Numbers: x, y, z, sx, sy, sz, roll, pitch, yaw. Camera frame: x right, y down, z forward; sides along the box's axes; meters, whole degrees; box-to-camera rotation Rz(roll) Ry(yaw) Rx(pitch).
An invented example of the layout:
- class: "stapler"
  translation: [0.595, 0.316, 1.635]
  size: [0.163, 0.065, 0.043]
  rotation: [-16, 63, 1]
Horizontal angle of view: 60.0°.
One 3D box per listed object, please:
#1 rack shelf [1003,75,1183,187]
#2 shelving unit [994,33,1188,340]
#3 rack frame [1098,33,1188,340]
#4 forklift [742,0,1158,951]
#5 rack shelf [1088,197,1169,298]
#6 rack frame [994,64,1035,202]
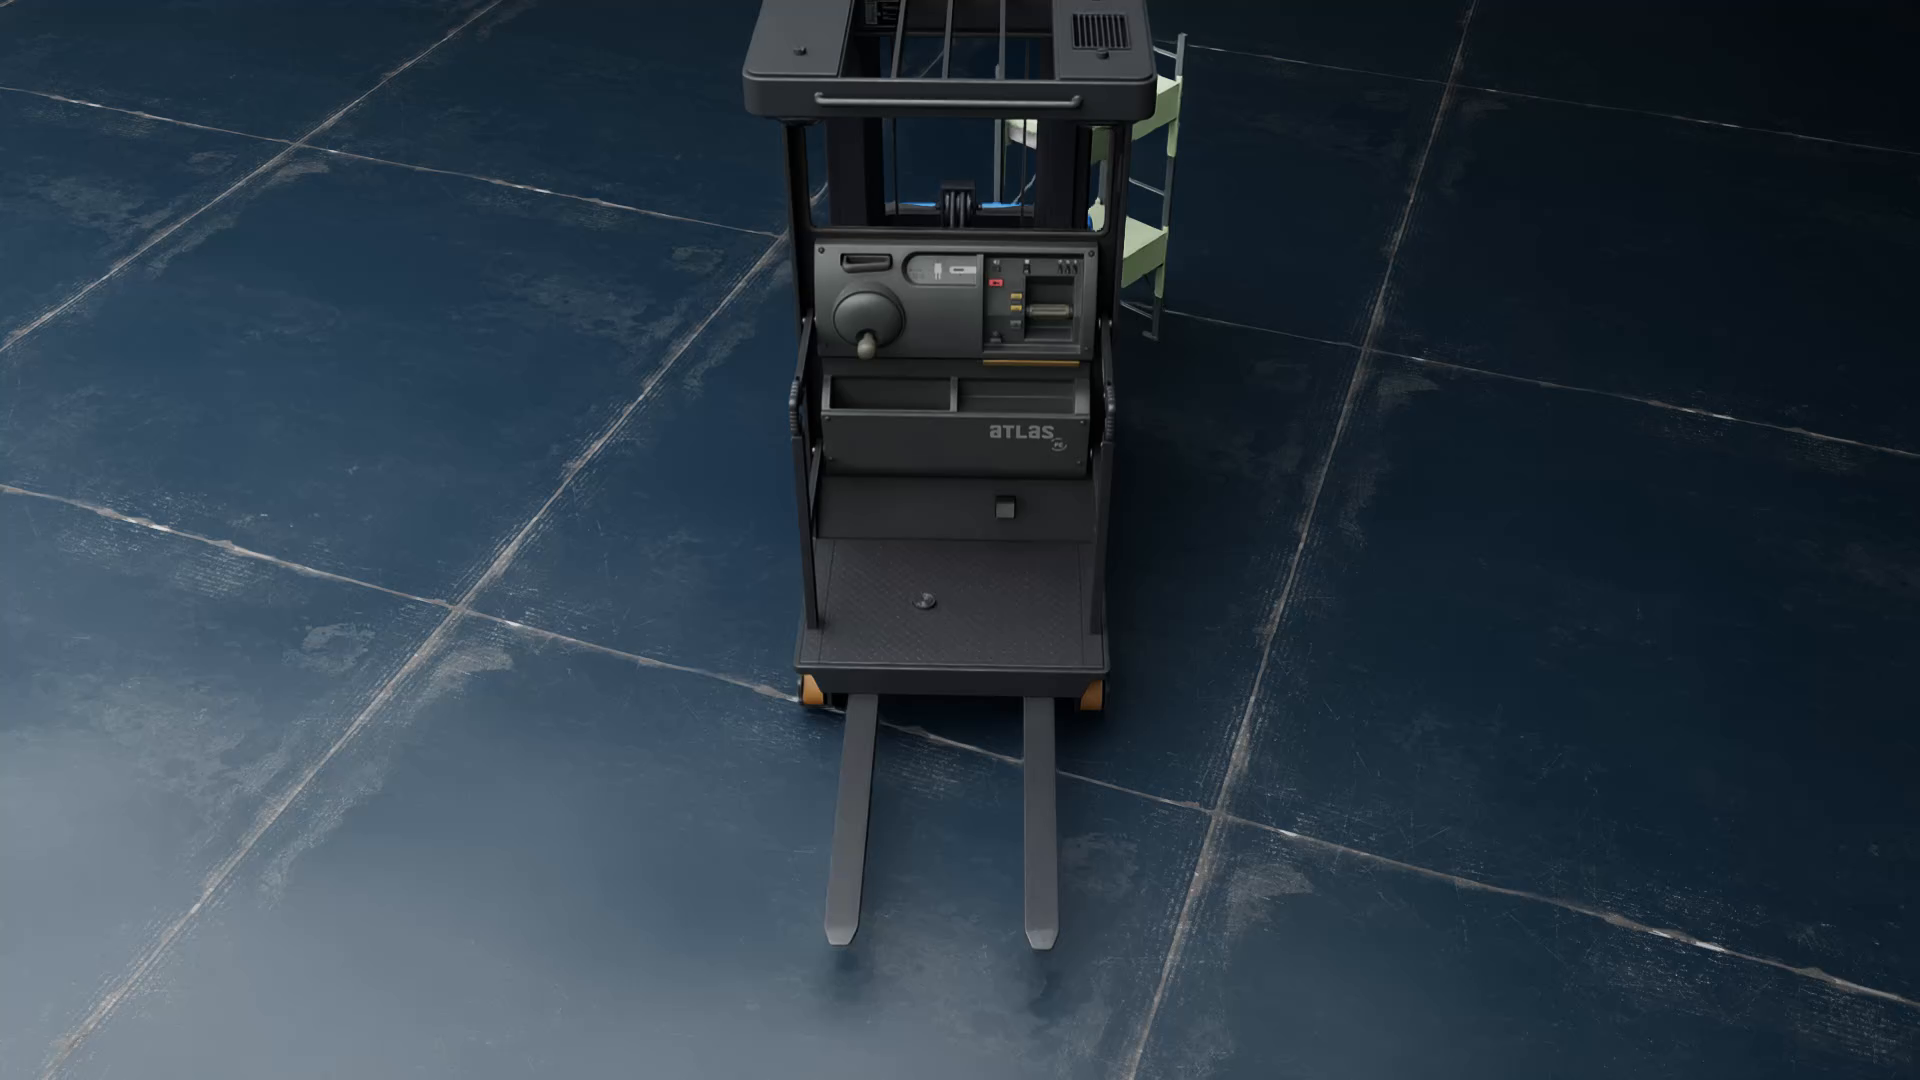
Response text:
- class: "rack shelf"
  translation: [0.545, -1.727, 7.017]
  size: [0.431, 0.370, 0.720]
  rotation: [30, 49, 31]
- class: "shelving unit"
  translation: [0.545, -1.430, 7.270]
  size: [0.431, 1.500, 0.755]
  rotation: [30, 49, 31]
- class: "rack frame"
  translation: [0.790, -1.606, 7.477]
  size: [0.400, 1.500, 0.023]
  rotation: [30, 49, 31]
- class: "forklift"
  translation: [-0.017, -0.708, 5.322]
  size: [1.130, 2.935, 3.031]
  rotation: [1, 40, 1]
- class: "rack shelf"
  translation: [0.545, -1.182, 7.482]
  size: [0.431, 0.370, 0.720]
  rotation: [30, 49, 31]
- class: "rack frame"
  translation: [0.299, -1.254, 7.064]
  size: [0.400, 1.500, 0.023]
  rotation: [30, 49, 31]
